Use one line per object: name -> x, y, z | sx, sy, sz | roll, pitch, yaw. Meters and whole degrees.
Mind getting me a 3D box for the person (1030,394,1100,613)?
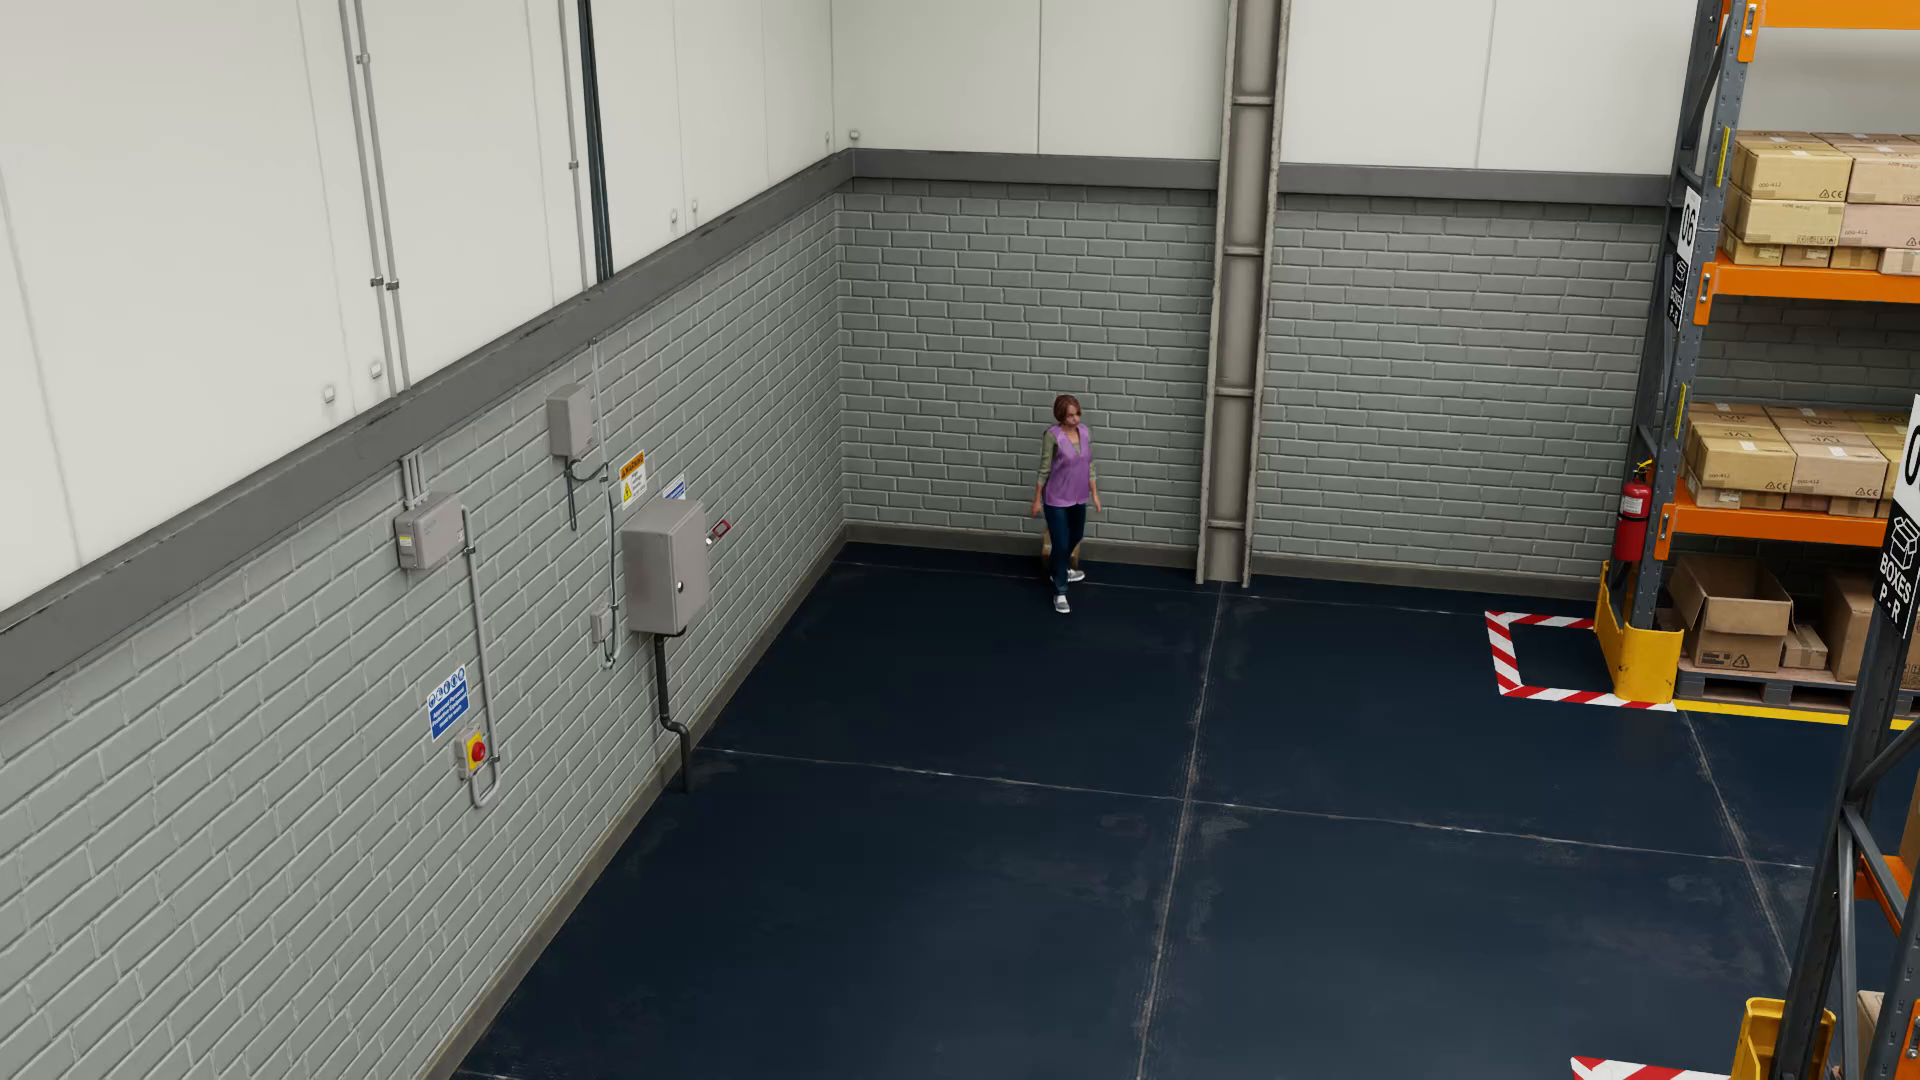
person -> 0.773, -0.318, 11.893 | 0.598, 1.588, 0.475 | -18, 28, -37
